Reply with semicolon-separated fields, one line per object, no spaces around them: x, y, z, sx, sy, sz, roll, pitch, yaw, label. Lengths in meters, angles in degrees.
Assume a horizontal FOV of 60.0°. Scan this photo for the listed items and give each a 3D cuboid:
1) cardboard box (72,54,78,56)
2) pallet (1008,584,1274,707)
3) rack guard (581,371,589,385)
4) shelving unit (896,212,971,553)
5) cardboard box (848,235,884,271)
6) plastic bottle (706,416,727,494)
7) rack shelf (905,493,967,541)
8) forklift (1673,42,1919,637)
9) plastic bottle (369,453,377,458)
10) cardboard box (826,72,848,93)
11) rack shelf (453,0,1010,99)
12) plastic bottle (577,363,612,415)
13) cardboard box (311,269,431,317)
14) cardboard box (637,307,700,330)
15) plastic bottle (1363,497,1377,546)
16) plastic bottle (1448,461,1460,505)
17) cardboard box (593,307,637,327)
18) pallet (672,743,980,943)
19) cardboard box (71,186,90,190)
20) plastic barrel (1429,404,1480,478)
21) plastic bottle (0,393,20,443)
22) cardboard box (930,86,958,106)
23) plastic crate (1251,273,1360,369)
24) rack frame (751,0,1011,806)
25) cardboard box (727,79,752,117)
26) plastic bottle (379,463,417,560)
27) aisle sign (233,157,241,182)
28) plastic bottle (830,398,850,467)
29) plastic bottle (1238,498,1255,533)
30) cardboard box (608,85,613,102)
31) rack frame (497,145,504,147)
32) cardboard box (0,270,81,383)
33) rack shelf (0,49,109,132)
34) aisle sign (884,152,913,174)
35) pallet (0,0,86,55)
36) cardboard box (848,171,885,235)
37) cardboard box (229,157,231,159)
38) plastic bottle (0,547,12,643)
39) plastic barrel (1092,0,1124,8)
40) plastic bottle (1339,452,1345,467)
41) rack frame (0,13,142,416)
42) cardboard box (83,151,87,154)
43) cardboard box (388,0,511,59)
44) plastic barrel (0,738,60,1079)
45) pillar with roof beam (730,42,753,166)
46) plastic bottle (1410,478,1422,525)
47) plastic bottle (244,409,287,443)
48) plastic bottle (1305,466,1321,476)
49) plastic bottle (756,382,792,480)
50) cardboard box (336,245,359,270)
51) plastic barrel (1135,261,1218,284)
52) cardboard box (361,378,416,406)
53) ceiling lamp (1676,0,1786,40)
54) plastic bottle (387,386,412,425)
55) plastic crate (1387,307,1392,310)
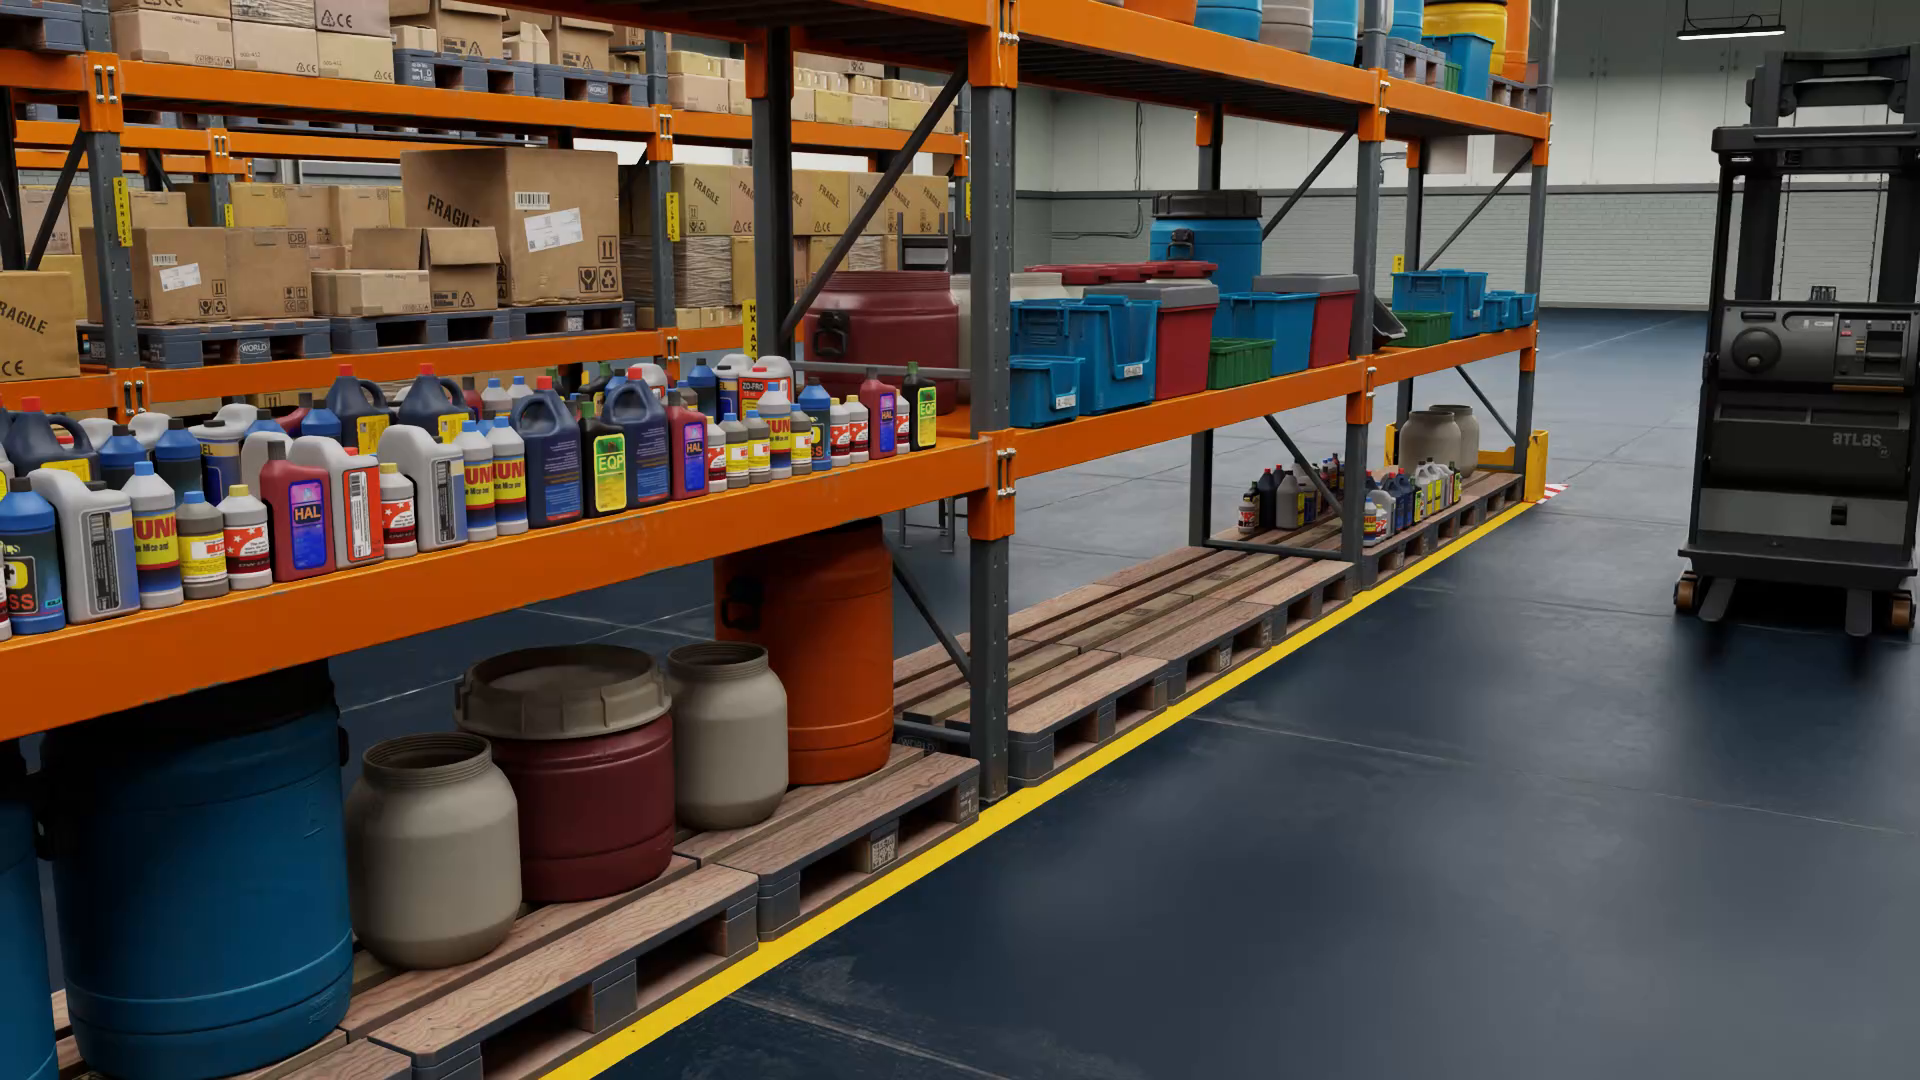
-4.483;-2.566;8.681;0.500;0.250;0.500;6;12;31;cardboard box
0.783;0.467;7.799;1.003;0.211;1.213;6;12;31;pallet
-4.541;-1.590;18.005;1.175;0.500;0.348;6;12;31;rack guard
-0.086;-1.006;10.536;0.431;2.100;0.503;6;12;31;shelving unit
-1.129;-2.272;13.775;0.875;0.500;0.500;6;12;31;cardboard box
-0.681;-0.232;4.498;0.097;0.201;0.097;0;11;0;plastic bottle
-0.086;-0.305;10.668;0.431;0.518;0.480;6;12;31;rack shelf
4.443;-1.069;8.614;1.130;2.935;3.031;6;12;28;forklift
-1.313;-0.095;3.764;0.097;0.201;0.097;0;11;0;plastic bottle
-1.107;-3.606;13.152;0.380;0.149;0.250;6;12;28;cardboard box
-1.325;-1.400;4.001;1.077;0.370;4.000;6;12;31;rack shelf
-1.136;-0.410;5.225;0.061;0.283;0.133;6;12;31;plastic bottle
-3.453;-1.442;9.684;0.500;0.250;0.500;6;12;29;cardboard box
-2.074;-1.578;11.829;0.380;0.149;0.250;6;12;31;cardboard box
2.330;-0.107;9.506;0.097;0.271;0.097;0;11;0;plastic bottle
3.243;-0.383;10.947;0.061;0.283;0.133;7;13;32;plastic bottle
-2.583;-1.635;12.132;0.380;0.149;0.250;6;12;31;cardboard box
-0.660;0.904;5.464;1.003;0.211;1.213;6;12;31;pallet
-9.738;-3.624;18.276;0.700;0.500;0.500;6;12;30;cardboard box
3.590;-0.725;12.210;0.421;0.512;0.421;0;11;0;plastic barrel
-2.070;-0.146;3.629;0.144;0.351;0.185;6;12;31;plastic bottle
-0.244;-3.849;14.447;0.380;0.149;0.250;6;12;31;cardboard box
1.800;-1.149;8.682;0.402;0.464;0.583;6;12;31;plastic crate
-0.287;-0.594;5.891;1.000;3.000;0.127;6;12;31;rack frame
-1.720;-3.227;12.211;0.500;0.250;0.500;6;12;30;cardboard box
-1.233;-0.065;3.604;0.097;0.201;0.097;0;11;0;plastic bottle
-8.556;-4.532;19.861;0.394;0.787;0.004;6;12;31;aisle sign
-0.378;-0.324;4.988;0.097;0.201;0.097;0;11;0;plastic bottle
1.712;-0.151;9.932;0.097;0.201;0.097;0;11;0;plastic bottle
-2.429;-3.194;12.032;0.500;0.250;0.500;7;13;33;cardboard box
-4.553;-2.815;17.755;1.000;3.000;0.127;6;12;31;rack frame
-4.564;-1.015;7.868;0.500;0.500;0.500;7;13;32;cardboard box
-5.558;-1.874;6.528;1.077;0.370;4.000;6;12;31;rack shelf
-0.591;-3.642;15.105;0.394;0.787;0.004;6;12;31;aisle sign
-4.809;-2.343;7.592;1.213;0.211;1.003;7;13;33;pallet
-0.957;-2.745;13.580;0.500;0.500;0.500;6;12;31;cardboard box
-8.782;-4.540;19.501;0.380;0.149;0.250;6;12;31;cardboard box
-1.695;0.075;2.857;0.097;0.201;0.097;0;11;0;plastic bottle
0.325;-2.423;6.148;0.600;0.901;0.600;0;11;0;plastic barrel
2.659;-0.472;11.458;0.097;0.271;0.097;0;11;0;plastic bottle
-4.520;-1.067;8.418;1.000;3.000;0.127;6;12;31;rack frame
-9.542;-4.295;18.188;0.380;0.149;0.250;6;12;30;cardboard box
-3.260;-3.215;10.318;0.797;0.503;0.637;7;13;33;cardboard box
-2.066;0.776;3.133;0.600;0.901;0.708;6;12;31;plastic barrel
-1.188;-9.091;34.973;9.100;9.000;0.548;6;12;31;pillar with roof beam
2.783;-0.243;10.203;0.061;0.283;0.133;7;13;33;plastic bottle
-1.677;-0.180;4.029;0.097;0.271;0.097;0;11;0;plastic bottle
2.233;-0.336;10.716;0.152;0.276;0.135;7;12;32;plastic bottle
-0.529;-0.313;4.736;0.097;0.271;0.097;0;11;0;plastic bottle
-5.801;-2.481;15.564;0.875;0.550;0.550;6;12;31;cardboard box
1.106;-1.160;8.547;0.433;0.535;0.433;0;11;0;plastic barrel
-5.779;-1.583;15.803;0.875;0.875;0.875;6;12;31;cardboard box
15.766;-11.817;33.670;2.000;3.185;0.800;6;12;31;ceiling lamp
-1.508;-0.278;4.538;0.152;0.276;0.135;6;12;31;plastic bottle
3.127;-1.613;12.048;0.298;0.136;0.250;6;12;31;plastic crate
